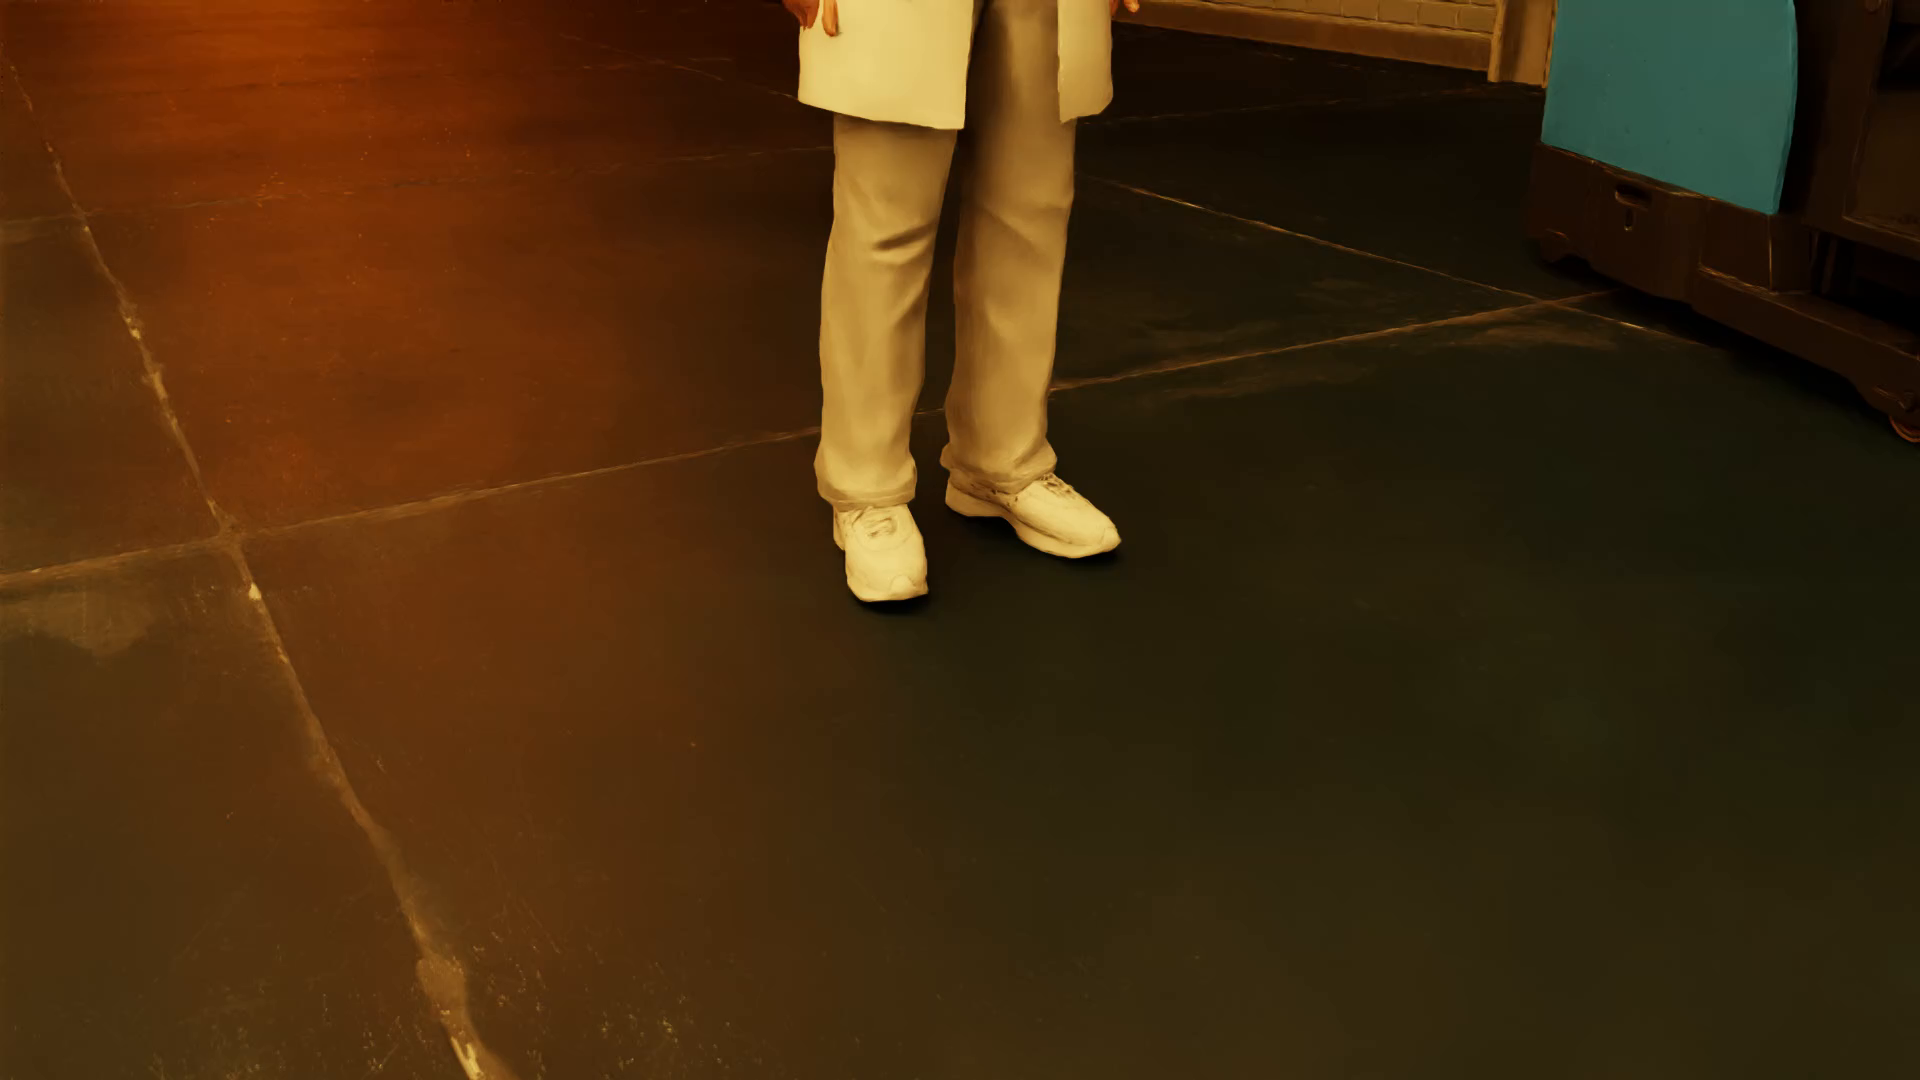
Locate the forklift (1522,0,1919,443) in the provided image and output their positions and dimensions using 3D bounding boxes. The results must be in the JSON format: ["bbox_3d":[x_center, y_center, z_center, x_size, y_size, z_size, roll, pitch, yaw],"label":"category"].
[{"bbox_3d":[2.269,-1.608,2.691,1.130,2.935,3.031,-4,23,-9],"label":"forklift"}]

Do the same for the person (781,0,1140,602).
[{"bbox_3d":[0.015,-0.817,2.276,0.558,1.783,0.377,-12,25,-28],"label":"person"}]
